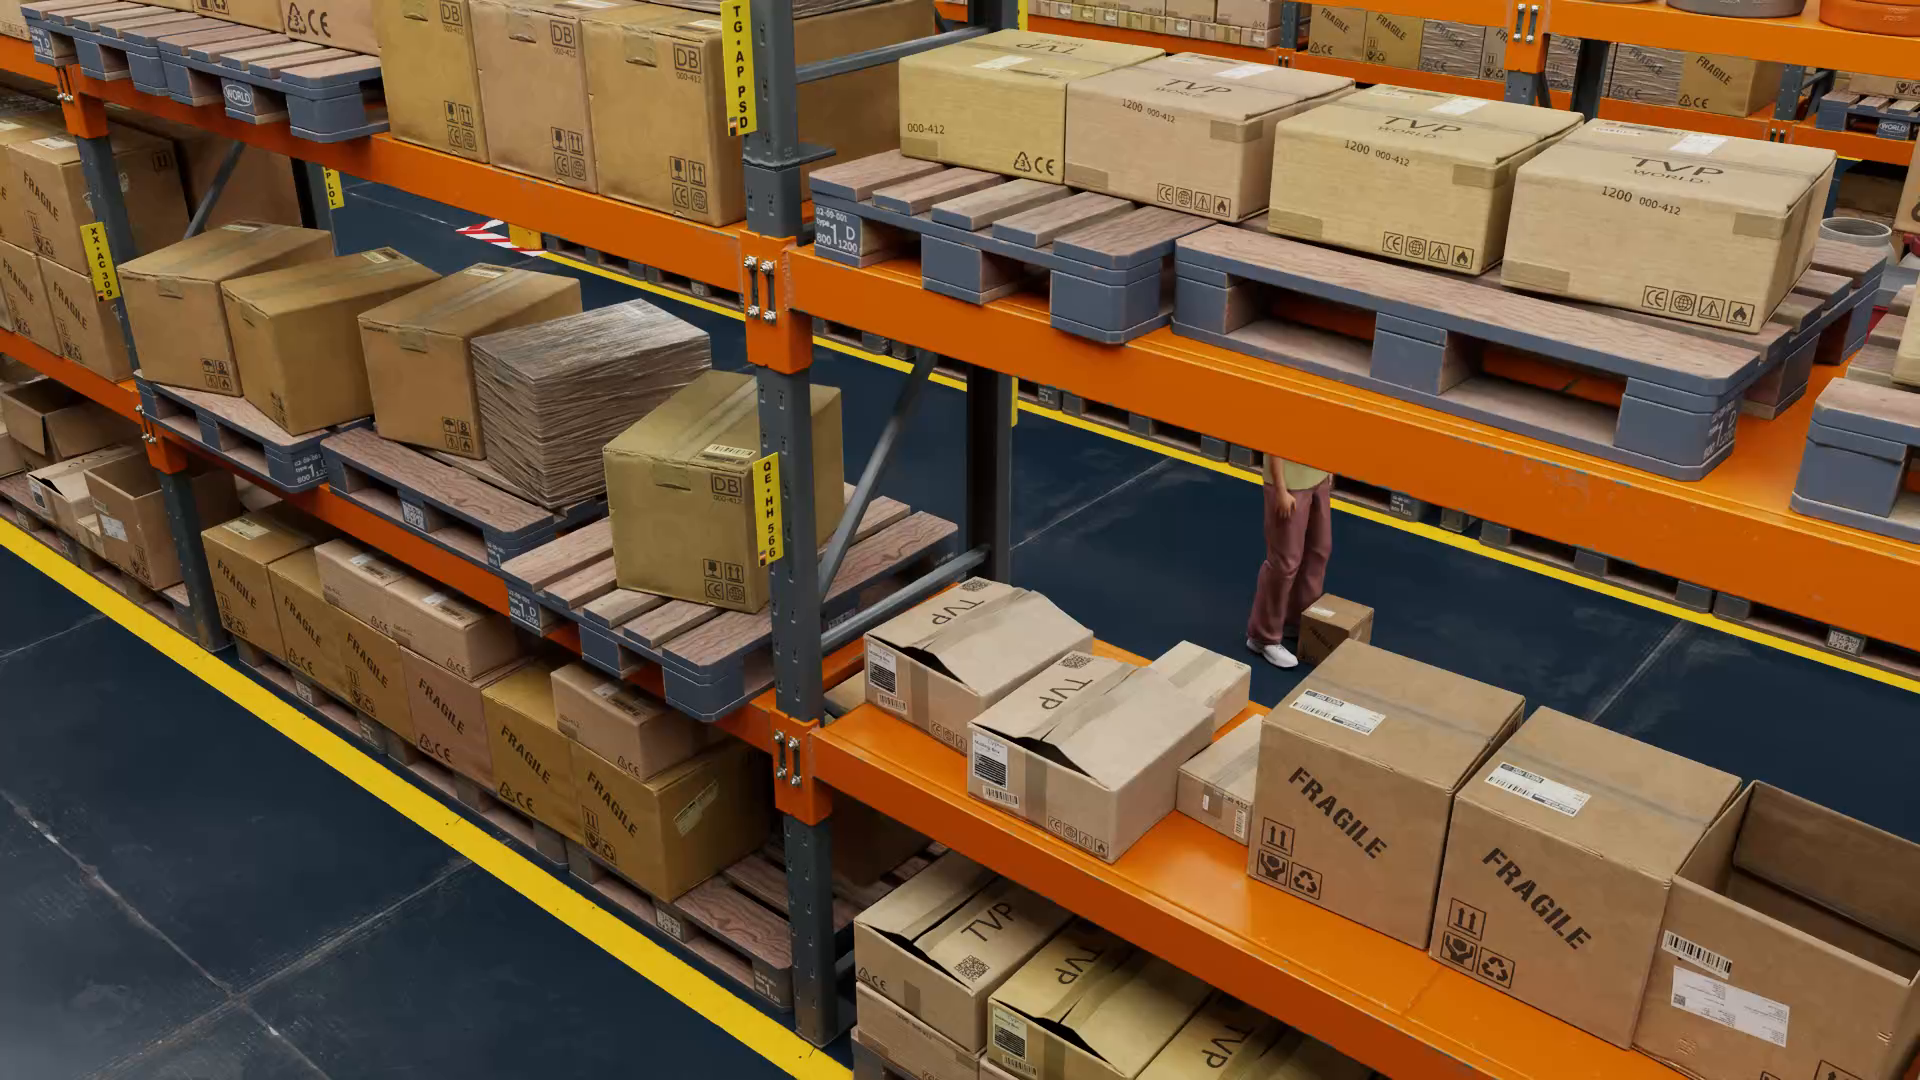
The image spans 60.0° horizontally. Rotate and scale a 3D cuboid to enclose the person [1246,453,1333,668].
[{"bbox_3d":[1.592,-0.254,7.609,0.407,1.673,0.514,20,33,33],"label":"person"}]
